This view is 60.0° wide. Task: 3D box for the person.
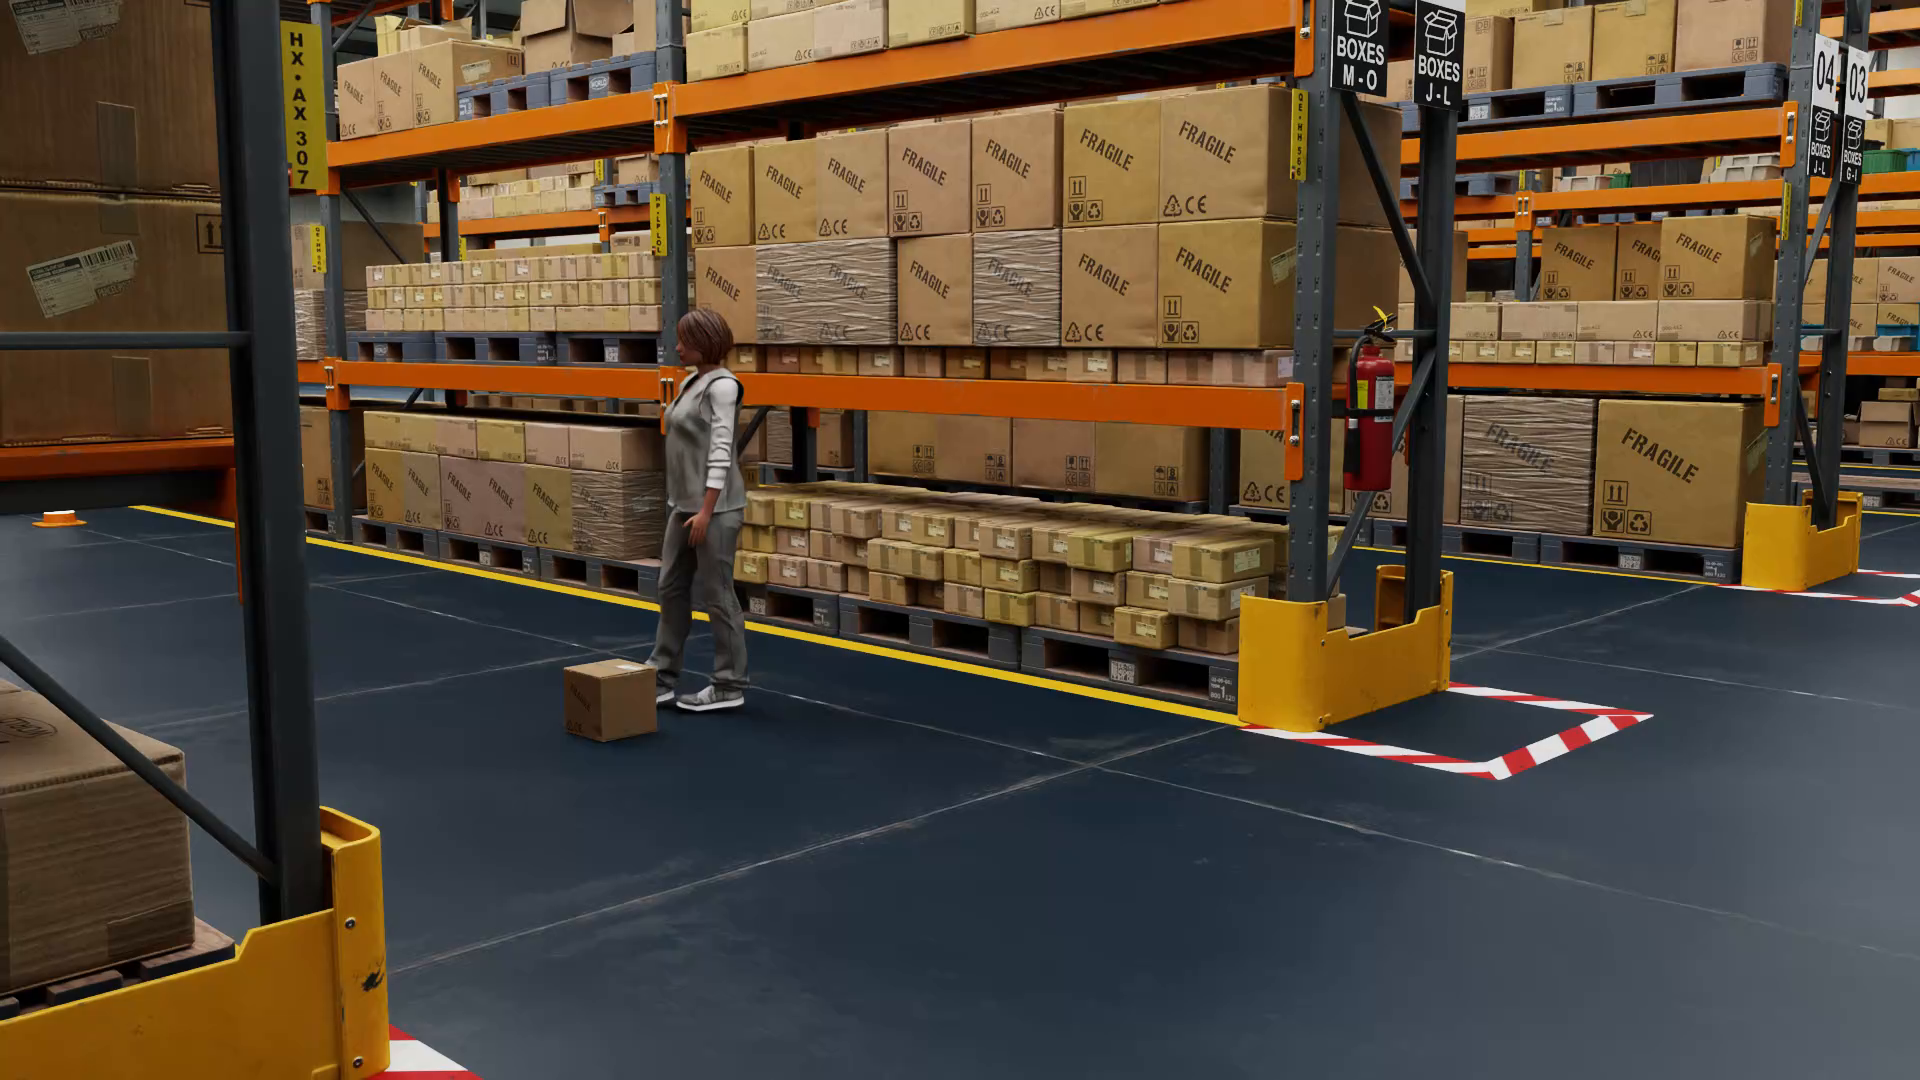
[{"bbox_3d":[-1.077,-0.108,6.572,0.464,1.599,0.433,-4,8,-30],"label":"person"}]
